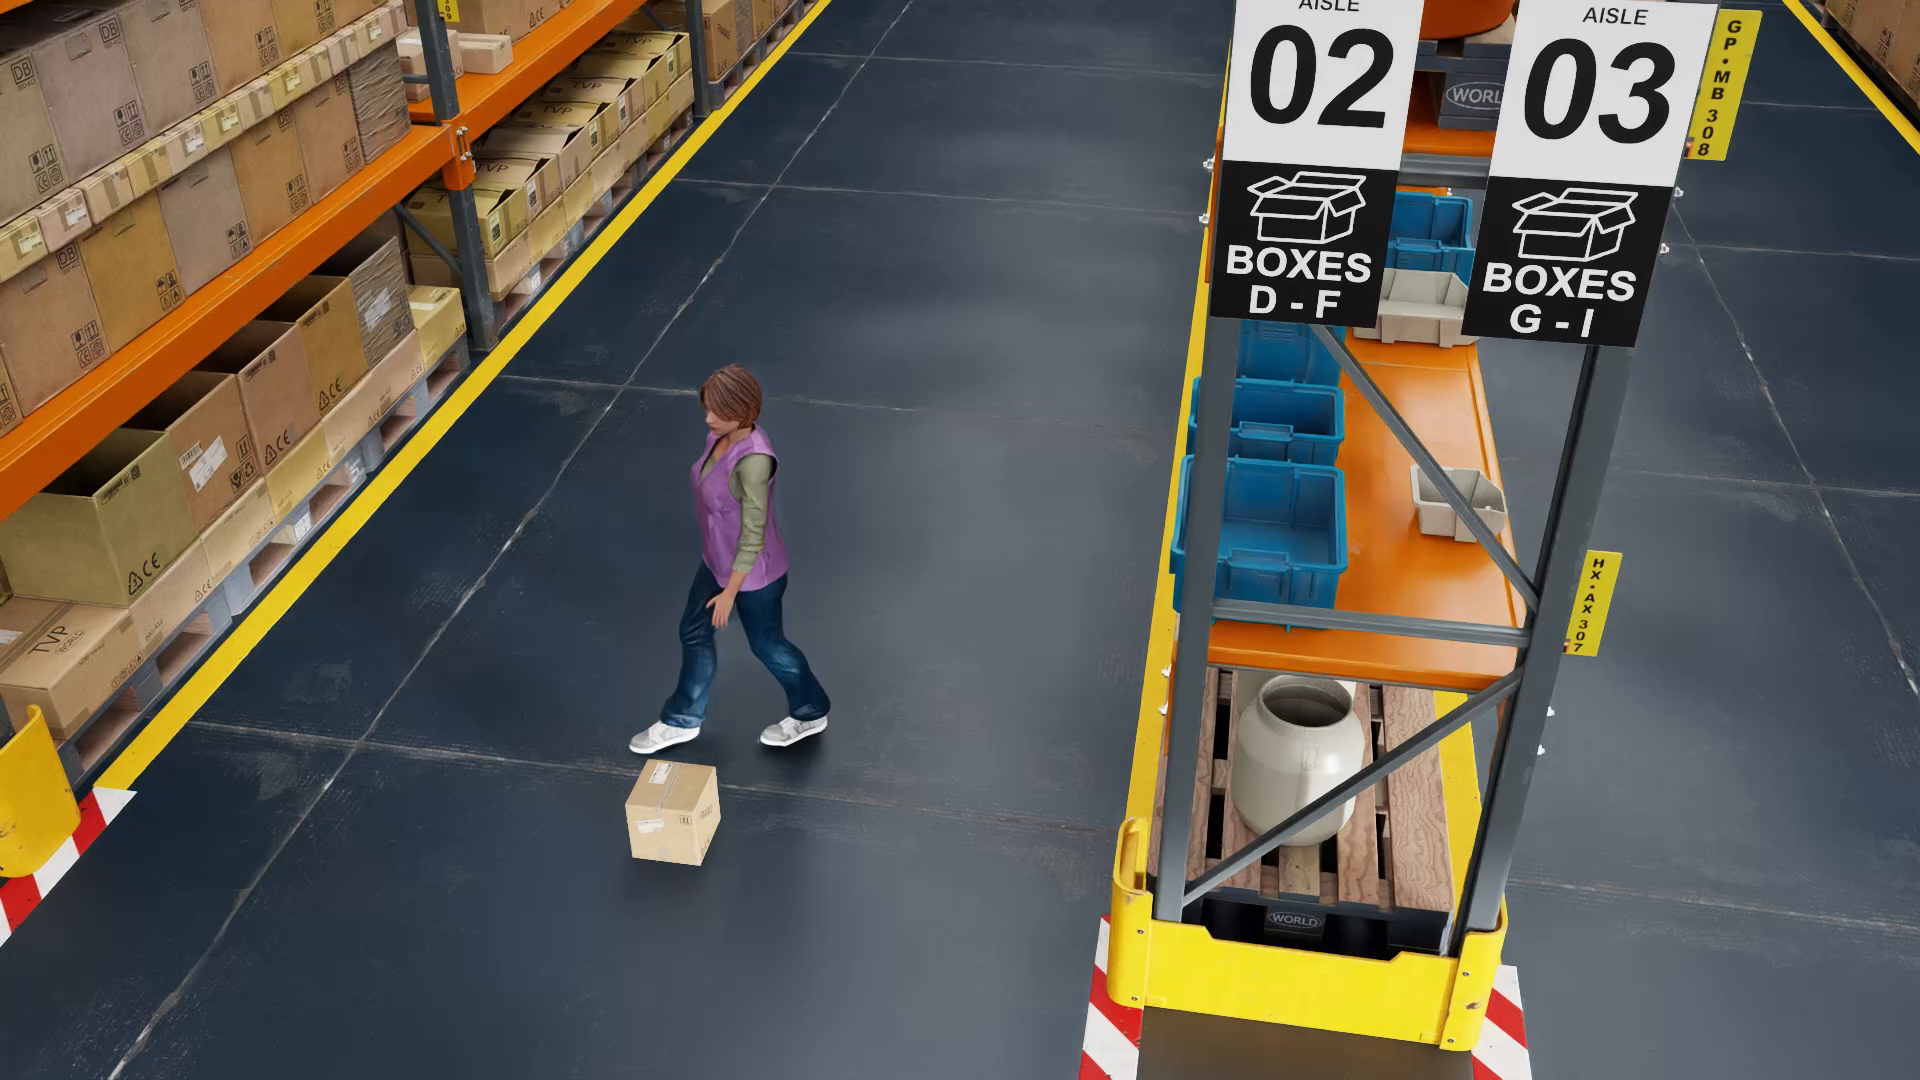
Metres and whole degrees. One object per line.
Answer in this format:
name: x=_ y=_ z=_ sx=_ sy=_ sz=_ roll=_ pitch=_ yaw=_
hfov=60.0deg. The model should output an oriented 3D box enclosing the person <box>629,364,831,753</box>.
person: x=-0.863 y=0.117 z=5.951 sx=0.750 sy=1.575 sz=0.466 roll=-15 pitch=36 yaw=-22
